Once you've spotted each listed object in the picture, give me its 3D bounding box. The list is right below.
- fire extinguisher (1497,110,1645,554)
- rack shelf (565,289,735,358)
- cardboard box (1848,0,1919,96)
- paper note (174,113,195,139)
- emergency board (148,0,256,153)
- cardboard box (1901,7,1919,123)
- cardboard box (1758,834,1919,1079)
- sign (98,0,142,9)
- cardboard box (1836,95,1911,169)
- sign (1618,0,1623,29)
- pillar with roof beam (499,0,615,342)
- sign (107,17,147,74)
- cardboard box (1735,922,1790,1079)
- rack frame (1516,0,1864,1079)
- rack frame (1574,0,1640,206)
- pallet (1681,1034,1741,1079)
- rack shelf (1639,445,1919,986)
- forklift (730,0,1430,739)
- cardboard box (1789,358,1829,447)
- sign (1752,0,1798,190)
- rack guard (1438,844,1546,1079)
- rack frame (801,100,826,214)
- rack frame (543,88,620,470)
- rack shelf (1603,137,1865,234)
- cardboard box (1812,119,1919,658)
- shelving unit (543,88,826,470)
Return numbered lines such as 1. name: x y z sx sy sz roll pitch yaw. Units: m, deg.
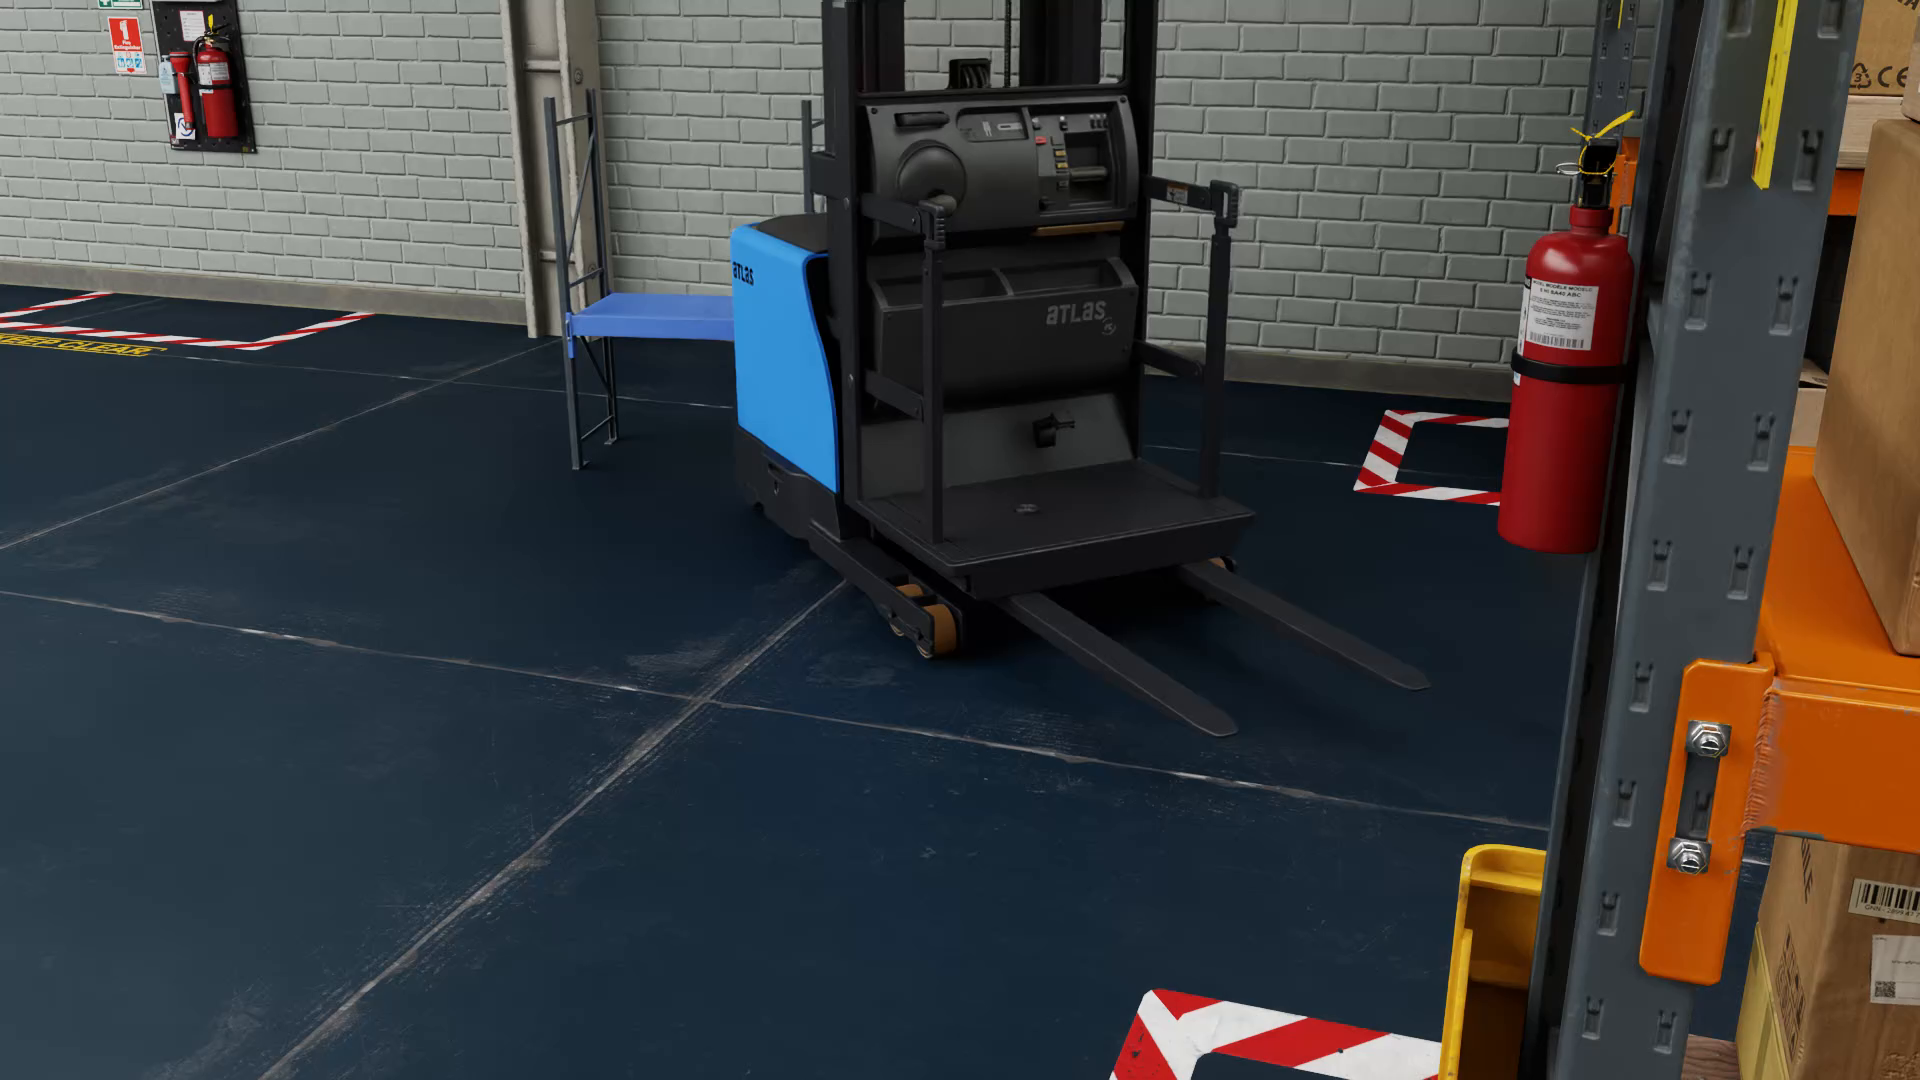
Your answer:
1. fire extinguisher: 0.949 -0.321 2.558 0.183 0.674 0.296 7 20 18
2. rack shelf: -1.055 -0.886 6.886 1.000 0.185 0.538 3 19 8
3. cardboard box: 3.347 -1.832 5.834 0.500 0.500 0.500 7 20 18
4. paper note: -4.658 -2.486 9.989 0.142 0.148 0.016 7 20 18
5. emergency board: -4.514 -2.861 9.728 0.643 1.169 0.194 7 20 18
6. cardboard box: 1.332 -0.572 2.023 0.250 0.149 0.380 6 20 17
7. cardboard box: 1.513 0.511 2.454 0.500 0.500 0.500 7 20 18
8. sign: -5.001 -3.217 9.889 0.331 0.109 0.001 7 20 18
9. cardboard box: 3.383 -1.477 5.953 0.500 0.250 0.500 6 20 16
10. sign: 2.353 -1.981 5.888 0.005 0.325 0.100 7 20 18
11. pillar with roof beam: -3.605 -4.077 4.101 0.400 9.000 9.100 7 20 18
12. sign: -5.002 -2.970 9.985 0.234 0.329 0.001 7 20 18
13. cardboard box: 1.512 0.866 2.575 0.500 0.250 0.500 7 20 18
14. rack frame: 0.910 -0.202 2.097 0.053 2.616 0.949 7 20 18
15. rack frame: 2.531 -1.741 6.514 0.127 3.000 1.000 7 20 18
16. pallet: 1.645 1.186 2.354 1.213 0.211 1.003 7 20 18
17. rack shelf: 2.798 0.355 1.593 4.000 0.370 1.077 7 20 18
18. forklift: 0.243 -1.190 5.038 1.130 2.935 3.031 -9 21 -25
19. cardboard box: 3.155 -0.577 6.590 0.500 0.311 0.500 4 20 12
20. sign: 0.721 -0.475 1.446 0.005 0.325 0.100 7 20 18
21. rack guard: 0.886 0.977 2.513 0.348 0.500 1.175 7 20 18
22. rack frame: -0.552 -1.032 6.760 0.032 1.500 0.500 3 19 8
23. rack frame: -1.559 -1.079 6.893 0.032 1.500 0.500 3 19 8
24. rack shelf: 4.420 -1.185 6.013 4.000 0.370 1.077 7 20 18
25. cardboard box: 1.345 -0.193 1.922 0.500 0.500 0.700 7 20 18
26. shelving unit: -1.055 -1.056 6.826 1.048 1.500 0.538 3 19 8
